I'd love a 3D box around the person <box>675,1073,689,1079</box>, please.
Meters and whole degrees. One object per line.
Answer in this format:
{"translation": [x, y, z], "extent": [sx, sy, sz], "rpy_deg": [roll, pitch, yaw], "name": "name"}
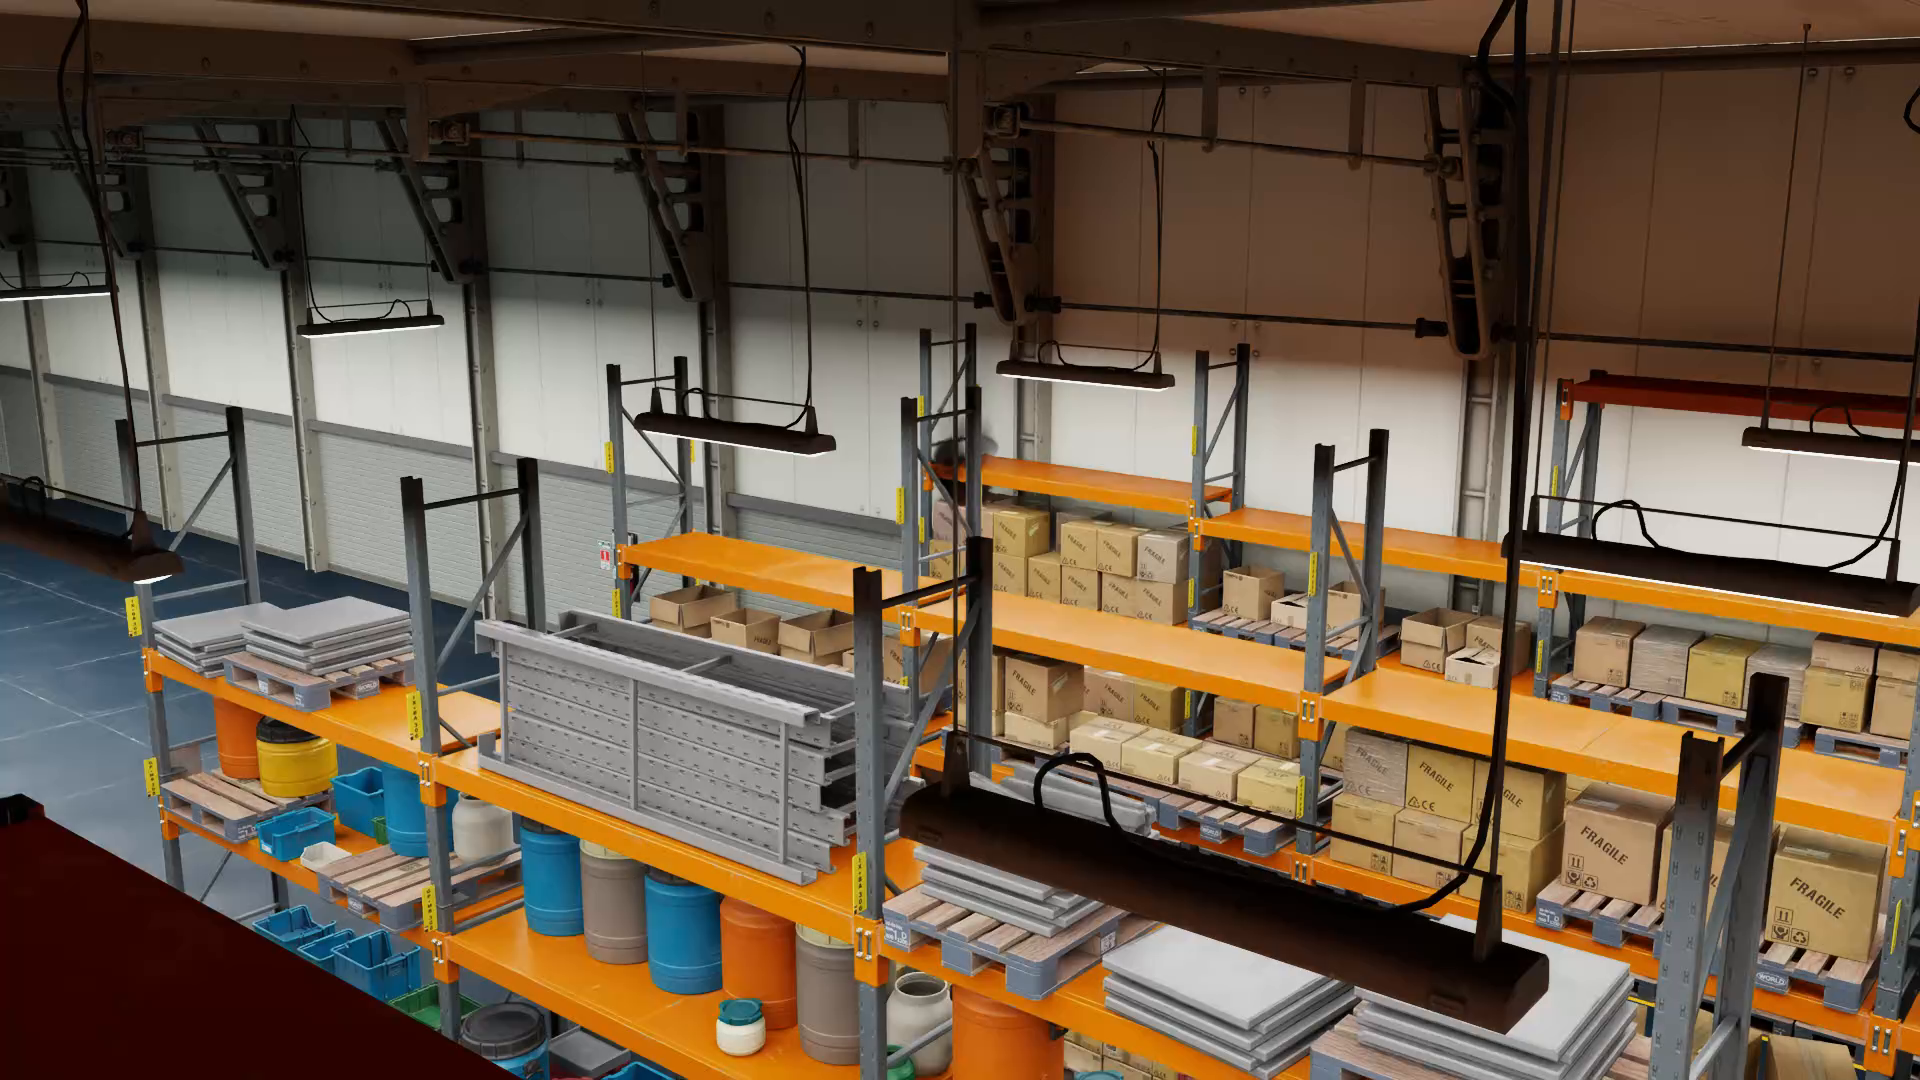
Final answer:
{"translation": [-2.173, 4.109, 14.285], "extent": [0.817, 1.698, 0.578], "rpy_deg": [5, 14, 22], "name": "person"}
